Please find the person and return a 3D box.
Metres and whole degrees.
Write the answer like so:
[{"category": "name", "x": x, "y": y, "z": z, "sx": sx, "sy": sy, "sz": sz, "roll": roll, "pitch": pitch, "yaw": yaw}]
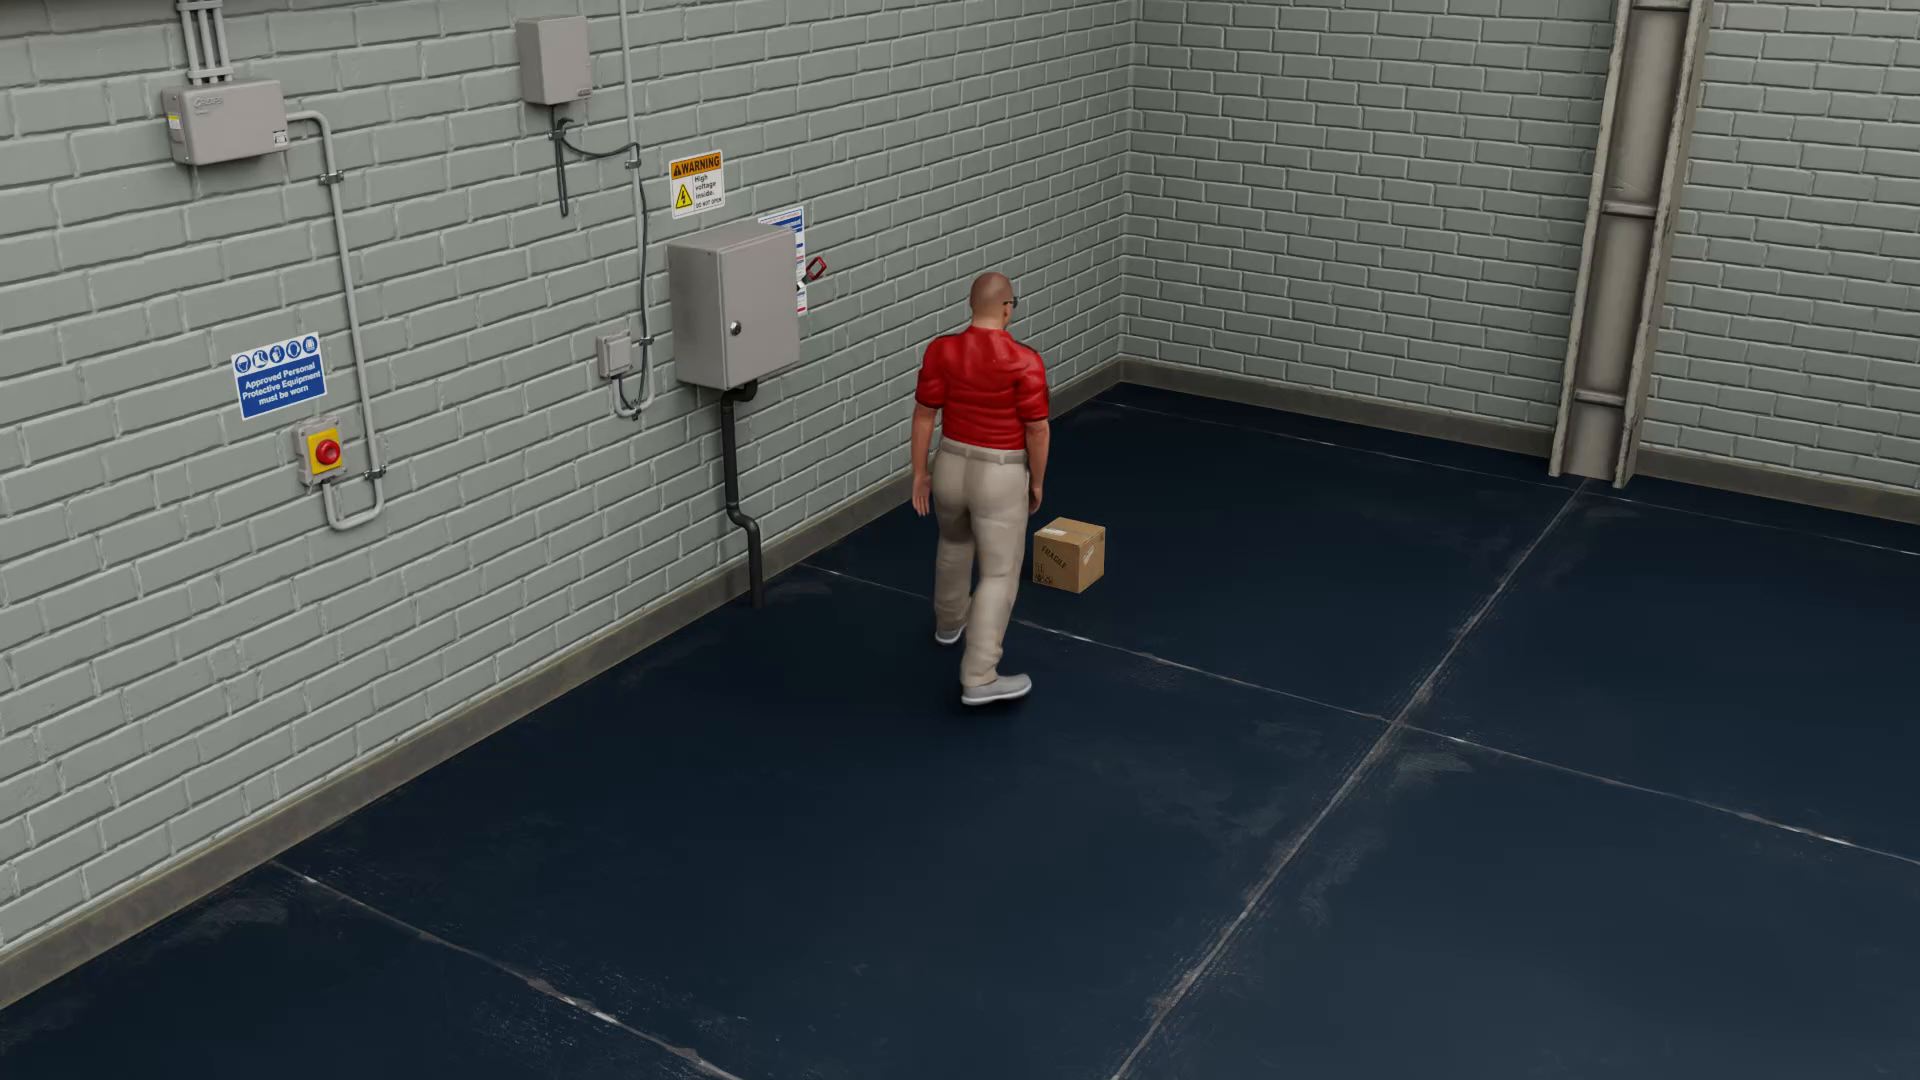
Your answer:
[{"category": "person", "x": 0.083, "y": -0.241, "z": 6.724, "sx": 0.636, "sy": 1.682, "sz": 0.847, "roll": 11, "pitch": 25, "yaw": 24}]
